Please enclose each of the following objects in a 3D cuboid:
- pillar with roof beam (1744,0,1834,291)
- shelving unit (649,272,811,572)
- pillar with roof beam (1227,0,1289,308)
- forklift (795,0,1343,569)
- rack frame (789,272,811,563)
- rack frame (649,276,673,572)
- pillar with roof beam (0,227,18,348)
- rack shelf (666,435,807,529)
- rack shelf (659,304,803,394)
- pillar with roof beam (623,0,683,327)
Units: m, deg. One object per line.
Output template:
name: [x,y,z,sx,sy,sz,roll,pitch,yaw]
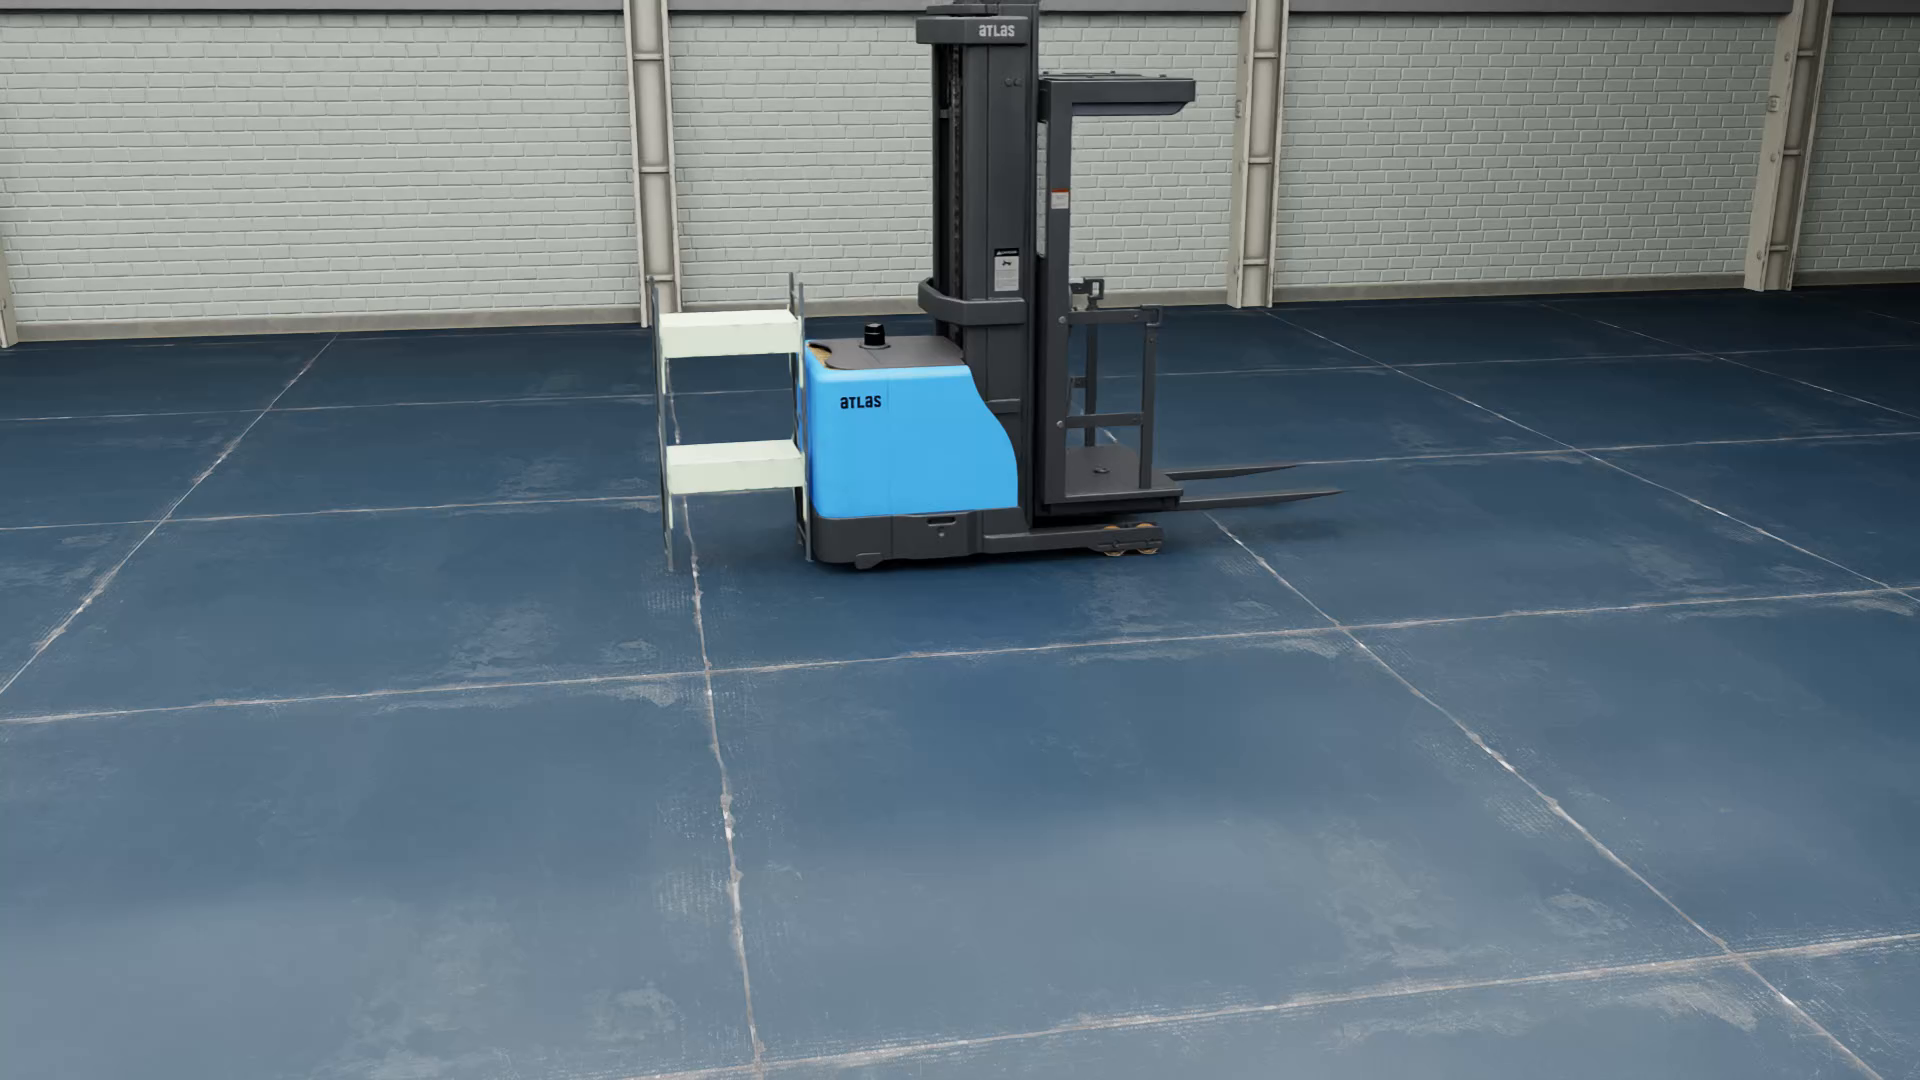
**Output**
pillar with roof beam: [9.705,-5.829,12.964,0.400,9.000,9.100,-3,17,-10]
shelving unit: [-1.211,-0.629,8.806,0.755,1.500,0.431,-4,18,-13]
pillar with roof beam: [3.814,-5.495,11.876,0.400,9.000,9.100,-3,17,-10]
forklift: [0.628,-1.457,9.063,3.031,2.935,1.130,-4,18,-13]
rack frame: [-0.855,-0.654,8.886,0.023,1.500,0.400,-4,18,-13]
rack frame: [-1.567,-0.604,8.725,0.023,1.500,0.400,-4,18,-13]
pillar with roof beam: [-7.968,-4.827,9.700,0.400,9.000,9.100,-3,17,-10]
rack shelf: [-1.211,-0.317,8.901,0.720,0.370,0.431,-4,18,-13]
rack shelf: [-1.211,-1.002,8.691,0.720,0.370,0.431,-4,18,-13]
pillar with roof beam: [-2.077,-5.161,10.788,0.400,9.000,9.100,-3,17,-10]
